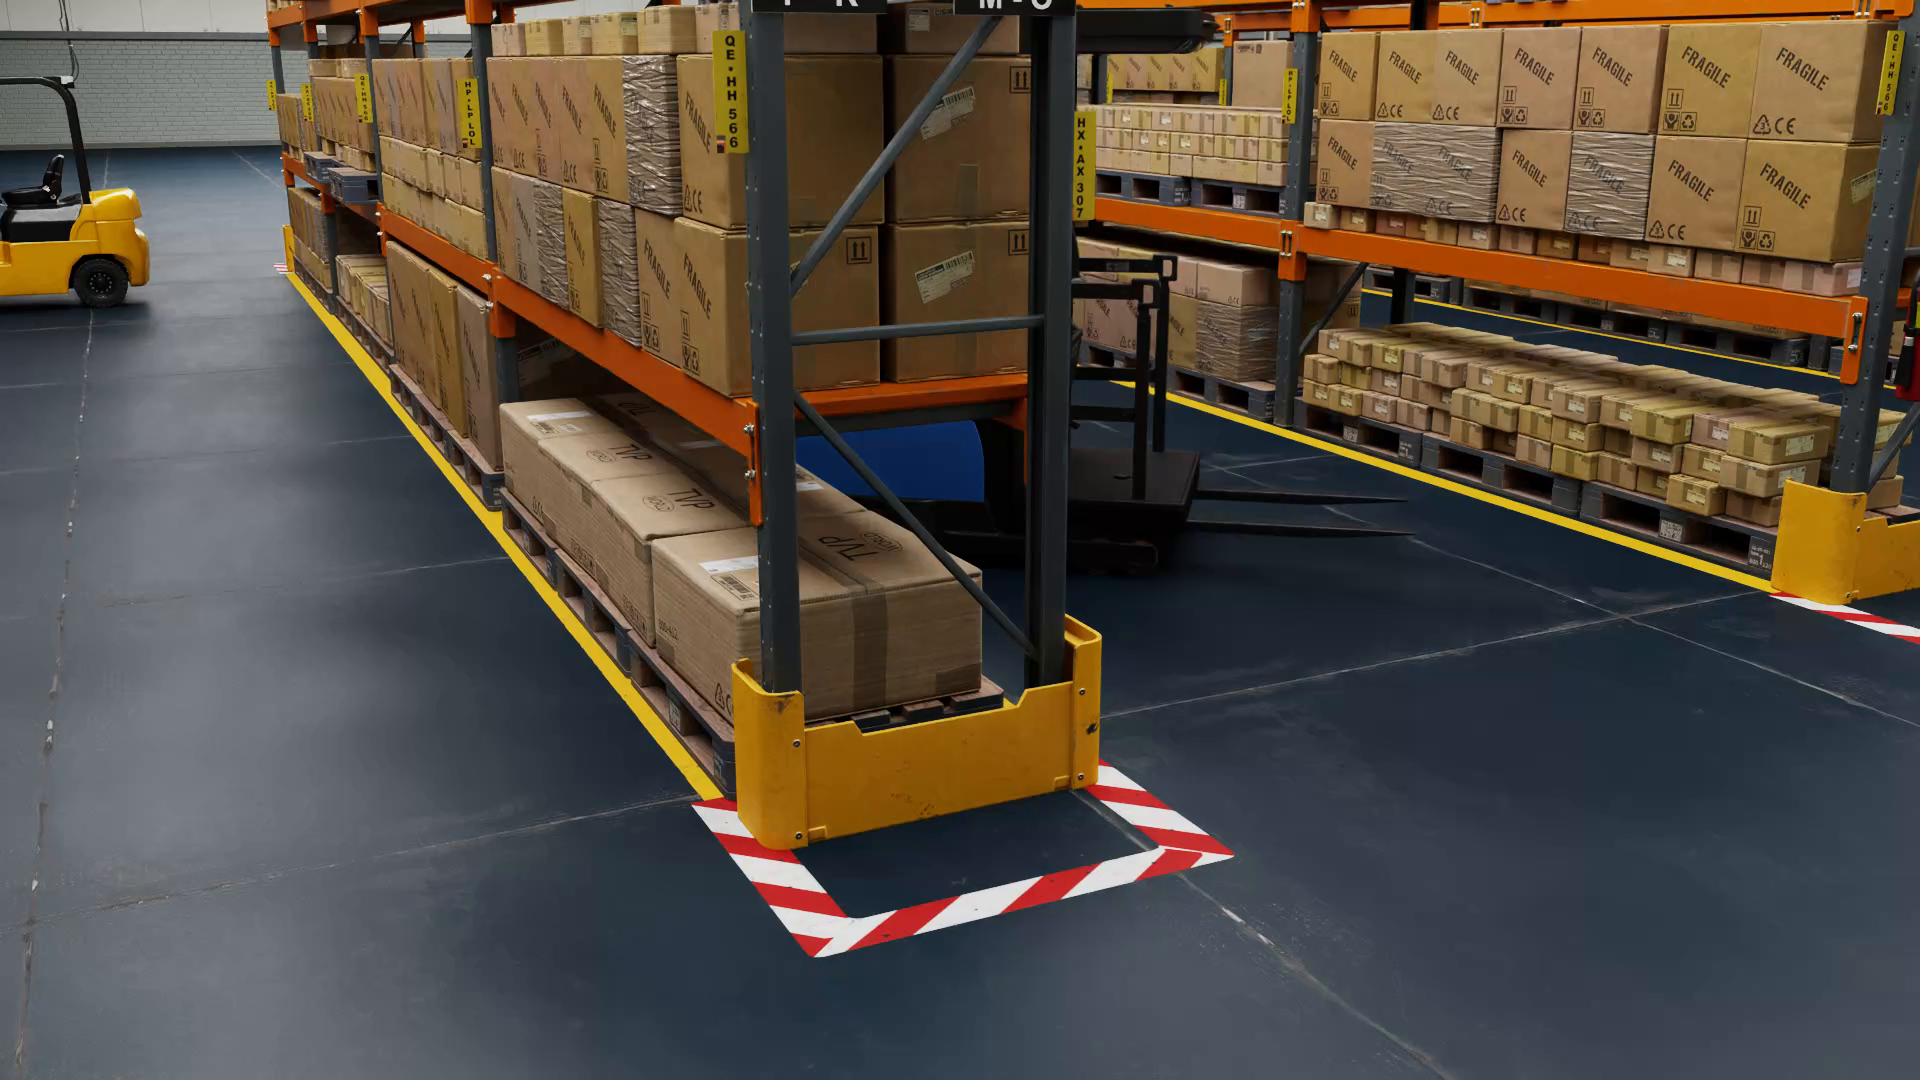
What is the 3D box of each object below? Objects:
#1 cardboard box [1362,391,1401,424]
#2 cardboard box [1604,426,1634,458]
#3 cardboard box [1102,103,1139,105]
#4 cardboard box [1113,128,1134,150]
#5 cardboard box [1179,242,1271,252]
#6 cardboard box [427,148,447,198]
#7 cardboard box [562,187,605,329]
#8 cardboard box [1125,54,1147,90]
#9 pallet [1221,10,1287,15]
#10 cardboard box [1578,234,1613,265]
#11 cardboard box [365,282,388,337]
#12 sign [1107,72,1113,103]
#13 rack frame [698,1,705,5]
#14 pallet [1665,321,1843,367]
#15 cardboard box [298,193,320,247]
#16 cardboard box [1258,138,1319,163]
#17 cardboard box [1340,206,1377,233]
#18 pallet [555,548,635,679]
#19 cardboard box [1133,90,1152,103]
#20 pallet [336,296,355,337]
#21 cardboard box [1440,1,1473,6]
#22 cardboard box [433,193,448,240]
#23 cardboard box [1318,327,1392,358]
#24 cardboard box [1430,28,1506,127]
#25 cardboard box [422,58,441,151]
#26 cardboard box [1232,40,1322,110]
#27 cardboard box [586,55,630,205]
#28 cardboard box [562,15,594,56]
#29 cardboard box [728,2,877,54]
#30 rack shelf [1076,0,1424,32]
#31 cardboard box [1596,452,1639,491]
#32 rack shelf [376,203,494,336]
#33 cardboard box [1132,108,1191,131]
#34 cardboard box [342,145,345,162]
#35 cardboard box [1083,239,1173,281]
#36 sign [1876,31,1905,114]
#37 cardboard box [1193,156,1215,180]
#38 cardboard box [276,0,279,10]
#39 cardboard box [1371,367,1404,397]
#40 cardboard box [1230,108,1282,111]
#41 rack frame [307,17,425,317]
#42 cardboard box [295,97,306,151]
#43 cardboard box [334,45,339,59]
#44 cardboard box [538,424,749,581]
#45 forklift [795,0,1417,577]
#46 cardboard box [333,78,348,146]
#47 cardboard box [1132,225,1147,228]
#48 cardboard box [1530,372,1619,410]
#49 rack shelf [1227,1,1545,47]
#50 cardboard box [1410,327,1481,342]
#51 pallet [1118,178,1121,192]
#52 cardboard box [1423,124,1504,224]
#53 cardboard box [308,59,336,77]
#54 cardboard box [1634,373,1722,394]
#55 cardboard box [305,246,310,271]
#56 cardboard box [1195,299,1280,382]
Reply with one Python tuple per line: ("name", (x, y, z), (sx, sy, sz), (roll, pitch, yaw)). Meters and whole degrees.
("cardboard box", (2.663, -0.817, 10.067), (0.380, 0.149, 0.250), (-8, 18, -25))
("cardboard box", (3.531, -0.523, 8.502), (0.380, 0.149, 0.250), (-8, 18, -26))
("cardboard box", (1.395, -3.529, 13.724), (0.380, 0.149, 0.250), (-8, 18, -27))
("cardboard box", (1.365, -2.989, 12.382), (0.380, 0.149, 0.250), (-8, 18, -25))
("cardboard box", (1.979, -2.071, 12.439), (0.500, 0.250, 0.500), (-7, 17, -23))
("cardboard box", (-2.755, -2.112, 9.536), (0.500, 0.250, 0.500), (-7, 18, -24))
("cardboard box", (-1.260, -1.136, 6.589), (0.500, 0.500, 0.500), (-7, 17, -23))
("cardboard box", (2.420, -5.916, 20.895), (0.500, 0.500, 0.500), (-8, 18, -25))
("pallet", (3.693, -5.979, 18.552), (1.213, 0.211, 1.003), (-8, 18, -25))
("cardboard box", (3.391, -1.500, 8.495), (0.380, 0.149, 0.250), (-8, 18, -27))
("cardboard box", (-4.206, -1.867, 13.320), (0.950, 0.372, 0.625), (-8, 18, -26))
("sign", (1.252, -3.814, 14.148), (0.100, 0.325, 0.005), (-8, 18, -25))
("rack frame", (-2.737, -5.211, 20.973), (1.000, 3.000, 0.127), (-8, 18, -25))
("pallet", (6.618, -1.652, 13.625), (1.003, 0.211, 1.213), (-8, 18, -25))
("cardboard box", (-6.581, -3.335, 17.298), (0.500, 0.500, 0.500), (-7, 18, -24))
("cardboard box", (2.169, -2.535, 10.800), (0.380, 0.149, 0.250), (-7, 17, -23))
("cardboard box", (2.530, -1.950, 10.064), (0.380, 0.149, 0.250), (-7, 17, -23))
("pallet", (-1.084, 0.229, 7.071), (1.003, 0.211, 1.213), (-8, 18, -25))
("cardboard box", (2.698, -5.473, 21.164), (0.875, 0.500, 0.500), (-8, 18, -25))
("pallet", (-5.047, -2.063, 15.057), (1.003, 0.211, 1.213), (-8, 18, -25))
("cardboard box", (4.842, -5.260, 15.976), (0.500, 0.250, 0.500), (-8, 18, -25))
("cardboard box", (-2.734, -1.875, 9.619), (0.500, 0.250, 0.500), (-8, 18, -26))
("cardboard box", (2.485, -1.243, 10.472), (0.380, 0.149, 0.250), (-7, 17, -23))
("cardboard box", (2.933, -2.511, 9.029), (0.500, 0.500, 0.500), (-7, 18, -24))
("cardboard box", (-2.744, -2.477, 9.451), (0.500, 0.500, 0.500), (-7, 17, -23))
("cardboard box", (3.741, -5.070, 18.632), (1.000, 1.000, 1.000), (-8, 18, -25))
("cardboard box", (-1.027, -1.489, 6.009), (0.500, 0.500, 0.500), (-8, 18, -25))
("cardboard box", (-1.330, -1.964, 6.485), (0.380, 0.149, 0.250), (-8, 18, -25))
("cardboard box", (-0.470, -1.526, 4.961), (0.380, 0.149, 0.250), (-7, 18, -24))
("rack shelf", (1.644, -3.828, 12.018), (1.077, 0.370, 4.000), (-8, 18, -25))
("cardboard box", (3.493, -0.368, 8.502), (0.380, 0.149, 0.250), (-7, 18, -24))
("rack shelf", (-2.761, -1.763, 10.260), (1.077, 0.370, 4.000), (-8, 18, -25))
("cardboard box", (1.479, -3.069, 12.122), (0.380, 0.149, 0.250), (-8, 18, -26))
("cardboard box", (-4.743, -3.113, 13.355), (0.380, 0.149, 0.250), (-8, 18, -27))
("cardboard box", (1.280, -2.138, 12.675), (0.500, 0.250, 0.500), (-8, 18, -24))
("sign", (3.765, -1.890, 6.728), (0.100, 0.325, 0.005), (-8, 18, -25))
("cardboard box", (1.837, -2.580, 11.498), (0.380, 0.149, 0.250), (-9, 18, -28))
("cardboard box", (-7.008, -5.664, 17.566), (0.380, 0.149, 0.250), (-7, 17, -23))
("cardboard box", (2.722, -0.974, 10.074), (0.380, 0.149, 0.250), (-8, 18, -25))
("cardboard box", (2.194, -3.077, 12.149), (0.380, 0.149, 0.250), (-7, 17, -23))
("rack frame", (-5.390, -3.596, 15.345), (1.000, 3.000, 0.127), (-8, 18, -25))
("cardboard box", (-6.271, -4.122, 16.457), (0.500, 0.500, 0.500), (-7, 17, -23))
("cardboard box", (-5.787, -4.660, 16.519), (0.700, 0.500, 0.500), (-8, 18, -26))
("cardboard box", (-1.314, -0.192, 7.367), (0.875, 0.438, 0.875), (-8, 18, -27))
("forklift", (0.658, -1.399, 7.811), (3.031, 2.935, 1.130), (3, 16, 11))
("cardboard box", (-4.545, -3.328, 12.929), (0.500, 0.500, 0.500), (-9, 18, -29))
("cardboard box", (2.575, -4.328, 21.663), (0.500, 0.500, 0.500), (-6, 17, -20))
("cardboard box", (3.287, -0.791, 8.897), (0.380, 0.149, 0.250), (-8, 18, -27))
("rack shelf", (4.395, -5.394, 17.475), (1.077, 0.370, 4.000), (-8, 18, -25))
("cardboard box", (3.058, -1.238, 10.455), (0.380, 0.149, 0.250), (-7, 18, -24))
("pallet", (1.176, -2.972, 13.516), (1.213, 0.211, 1.003), (-8, 18, -25))
("cardboard box", (2.922, -2.023, 9.140), (0.500, 0.500, 0.500), (-8, 18, -26))
("cardboard box", (-5.502, -4.142, 14.587), (0.380, 0.149, 0.250), (-8, 18, -25))
("cardboard box", (3.828, -0.786, 8.879), (0.380, 0.149, 0.250), (-7, 17, -23))
("cardboard box", (-6.570, -2.974, 17.398), (0.500, 0.250, 0.500), (-6, 17, -21))
("cardboard box", (1.970, -1.389, 11.424), (0.500, 0.500, 0.500), (-8, 18, -26))
